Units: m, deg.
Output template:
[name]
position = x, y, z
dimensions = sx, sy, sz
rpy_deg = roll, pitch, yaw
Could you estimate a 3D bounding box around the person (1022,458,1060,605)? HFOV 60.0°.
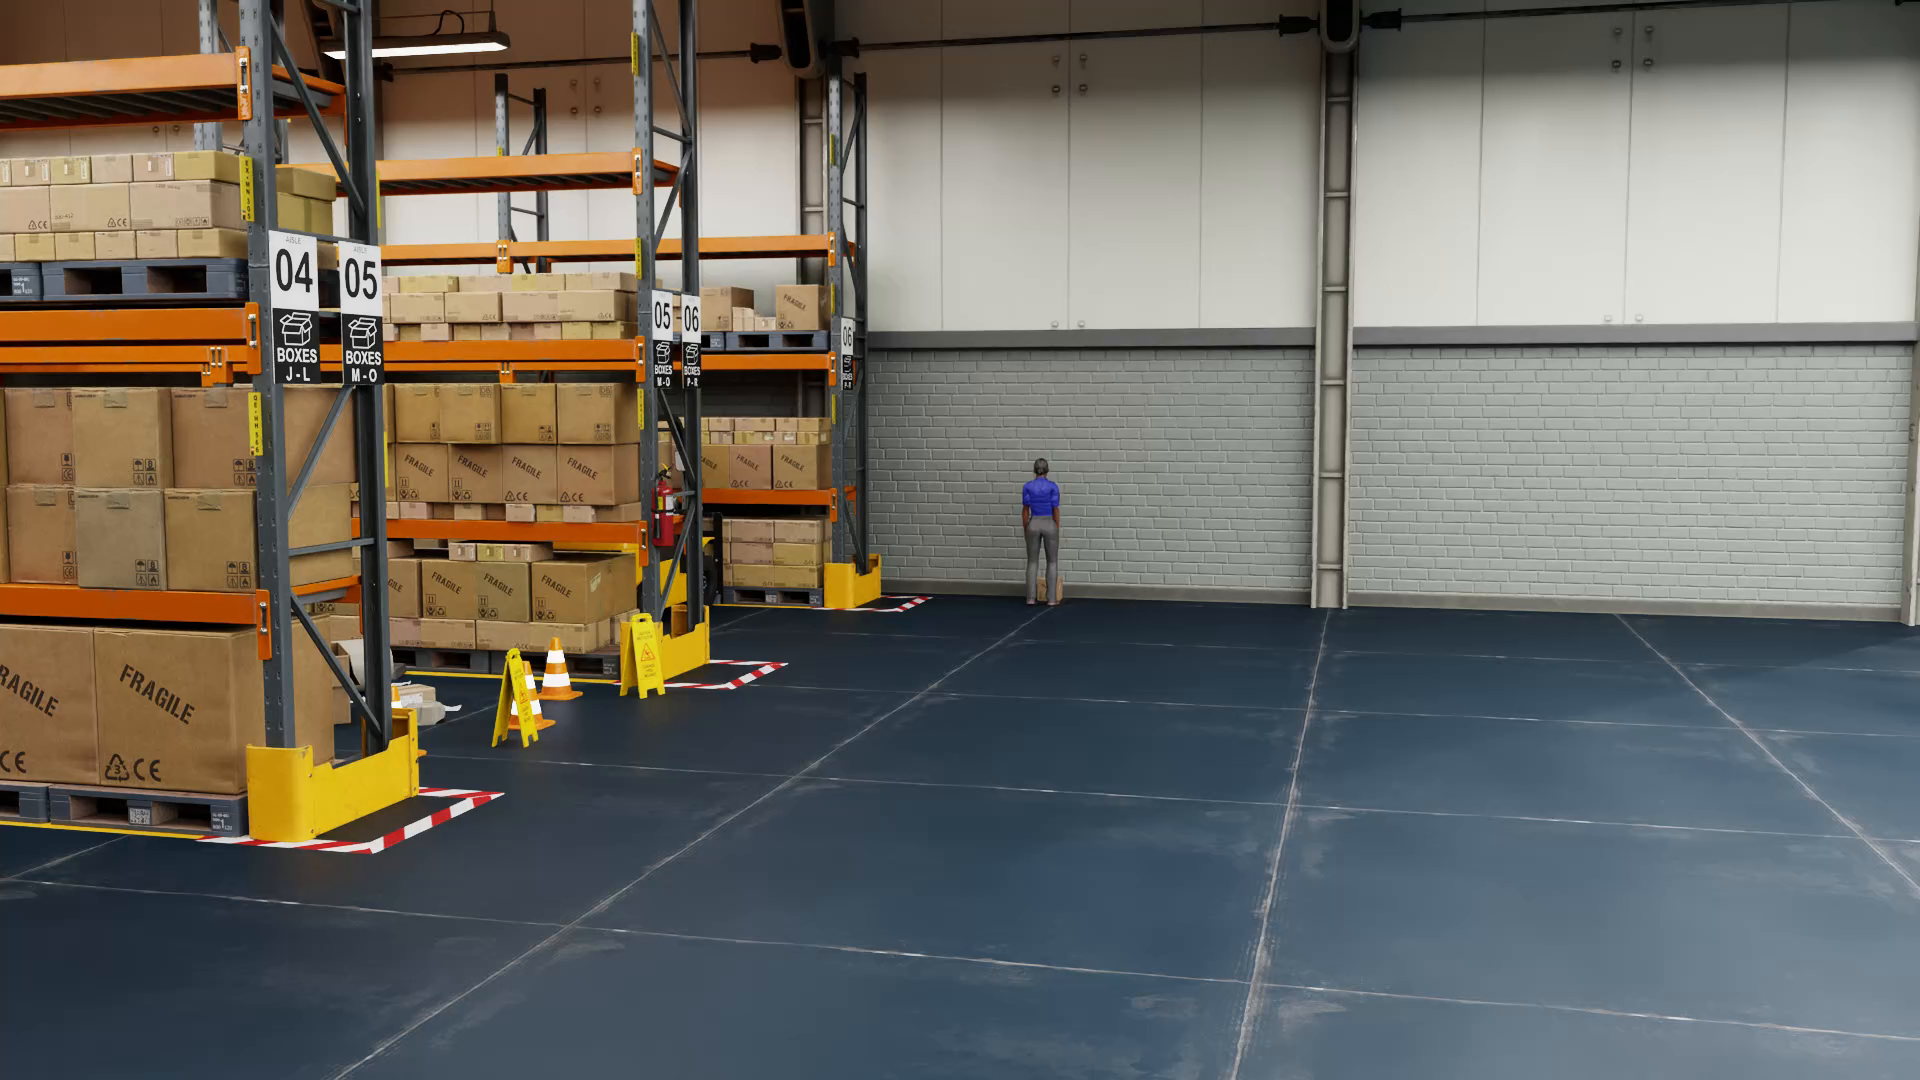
[person]
position = 0.909, -0.086, 18.664
dimensions = 0.437, 1.666, 0.306
rpy_deg = 1, 5, 15
